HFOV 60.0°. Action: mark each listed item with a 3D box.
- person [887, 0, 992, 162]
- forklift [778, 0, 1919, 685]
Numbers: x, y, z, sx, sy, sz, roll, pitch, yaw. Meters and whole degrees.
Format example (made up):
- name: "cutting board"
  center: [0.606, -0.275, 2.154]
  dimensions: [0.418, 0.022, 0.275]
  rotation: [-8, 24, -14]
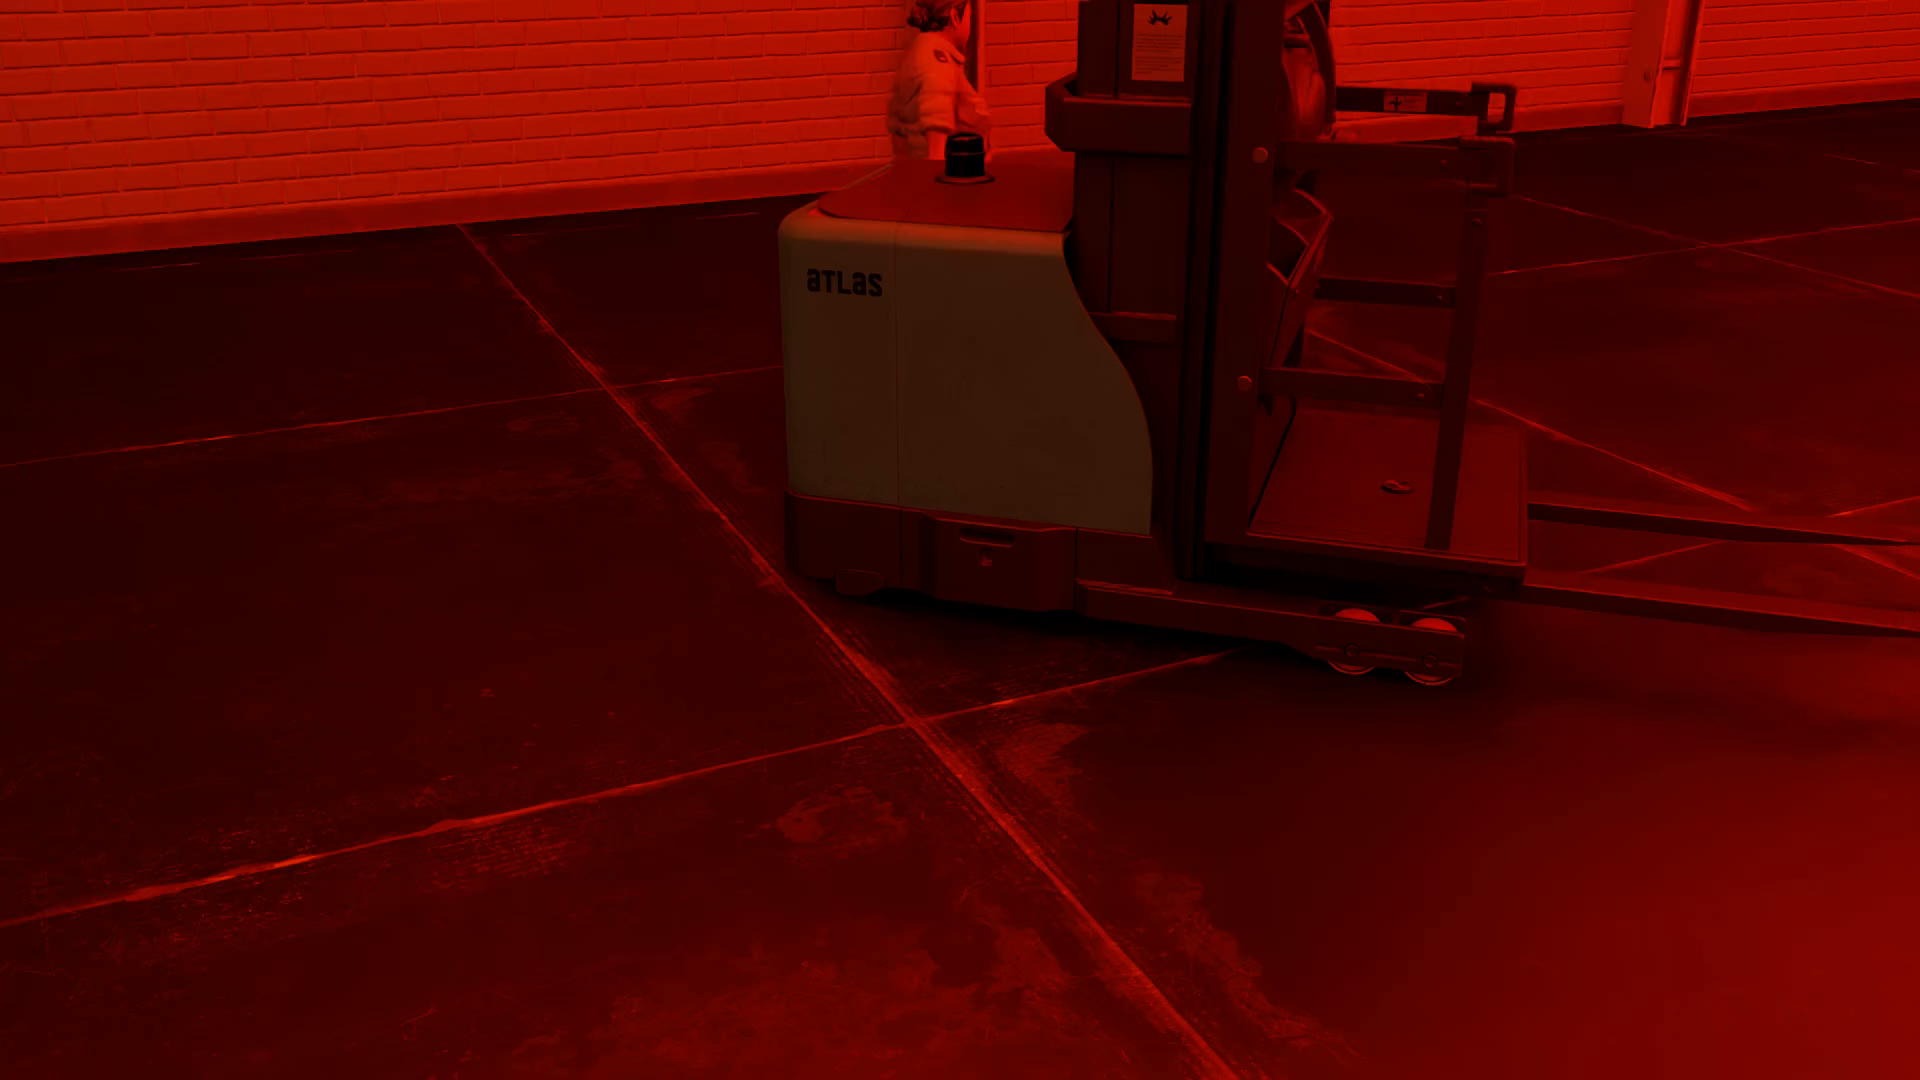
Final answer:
- name: "person"
  center: [-0.119, -1.087, 5.690]
  dimensions: [0.481, 1.584, 0.816]
  rotation: [-5, 23, -11]
- name: "forklift"
  center: [1.079, -1.213, 4.207]
  dimensions: [3.031, 2.935, 1.130]
  rotation: [7, 24, 16]
